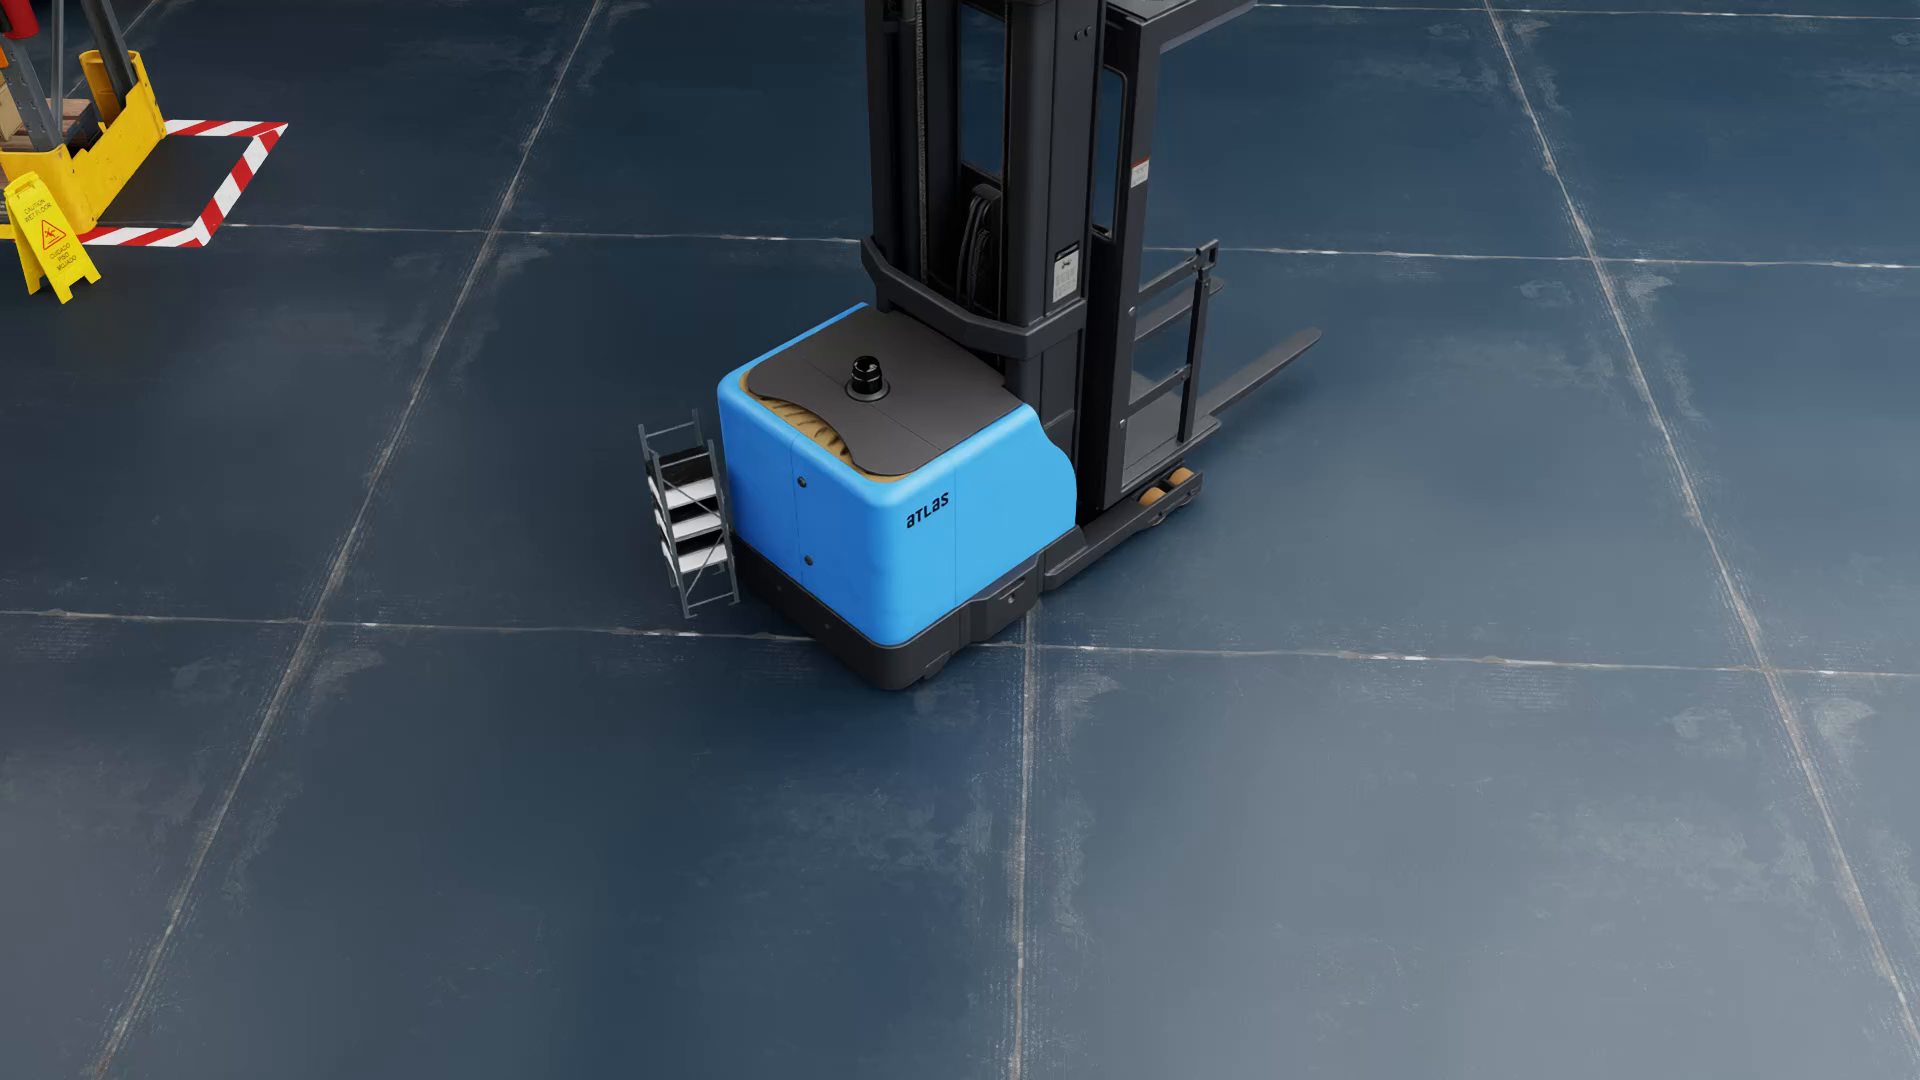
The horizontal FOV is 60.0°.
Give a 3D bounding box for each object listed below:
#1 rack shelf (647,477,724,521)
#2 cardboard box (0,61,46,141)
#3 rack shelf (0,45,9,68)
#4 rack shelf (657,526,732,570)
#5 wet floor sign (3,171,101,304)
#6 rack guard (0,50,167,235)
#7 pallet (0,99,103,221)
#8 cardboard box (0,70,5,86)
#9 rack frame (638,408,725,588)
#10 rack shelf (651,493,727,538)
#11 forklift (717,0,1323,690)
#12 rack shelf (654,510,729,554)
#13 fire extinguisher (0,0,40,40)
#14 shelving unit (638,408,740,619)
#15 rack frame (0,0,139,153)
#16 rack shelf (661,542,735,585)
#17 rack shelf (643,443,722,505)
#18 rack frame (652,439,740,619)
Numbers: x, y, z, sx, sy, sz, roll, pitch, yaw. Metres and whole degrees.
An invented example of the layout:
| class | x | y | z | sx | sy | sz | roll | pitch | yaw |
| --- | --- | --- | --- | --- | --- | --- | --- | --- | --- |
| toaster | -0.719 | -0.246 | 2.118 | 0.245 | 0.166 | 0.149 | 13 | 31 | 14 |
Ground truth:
| class | x | y | z | sx | sy | sz | roll | pitch | yaw |
| --- | --- | --- | --- | --- | --- | --- | --- | --- | --- |
| rack shelf | -1.099 | -0.199 | 6.668 | 0.258 | 0.077 | 0.200 | -18 | 46 | -16 |
| cardboard box | -5.655 | -2.533 | 9.563 | 0.500 | 0.250 | 0.500 | 1 | 43 | 2 |
| rack shelf | -6.859 | -2.970 | 8.851 | 4.000 | 0.370 | 1.077 | 2 | 43 | 2 |
| rack shelf | -1.092 | -0.004 | 6.854 | 0.258 | 0.077 | 0.200 | -18 | 46 | -16 |
| wet floor sign | -4.720 | -1.576 | 8.554 | 0.232 | 0.644 | 0.267 | 16 | 45 | 16 |
| rack guard | -4.937 | -2.260 | 9.394 | 0.348 | 0.500 | 1.175 | 2 | 43 | 2 |
| pallet | -5.747 | -2.203 | 9.545 | 1.213 | 0.211 | 1.003 | 2 | 43 | 2 |
| cardboard box | -5.679 | -2.807 | 9.307 | 0.500 | 0.500 | 0.500 | 0 | 43 | 0 |
| rack frame | -1.136 | -0.157 | 6.837 | 0.240 | 0.900 | 0.006 | -18 | 46 | -16 |
| rack shelf | -1.097 | -0.134 | 6.730 | 0.258 | 0.077 | 0.200 | -18 | 46 | -16 |
| forklift | 0.450 | -1.369 | 6.655 | 3.031 | 2.935 | 1.130 | -33 | 52 | -31 |
| rack shelf | -1.095 | -0.069 | 6.792 | 0.258 | 0.077 | 0.200 | -18 | 46 | -16 |
| fire extinguisher | -4.768 | -2.826 | 8.225 | 0.183 | 0.674 | 0.296 | 2 | 43 | 2 |
| shelving unit | -1.095 | -0.093 | 6.769 | 0.258 | 0.900 | 0.210 | -18 | 46 | -16 |
| rack frame | -4.861 | -3.172 | 8.540 | 0.127 | 3.000 | 1.000 | 2 | 43 | 2 |
| rack shelf | -1.090 | 0.061 | 6.917 | 0.258 | 0.077 | 0.200 | -18 | 46 | -16 |
| rack shelf | -1.102 | -0.264 | 6.606 | 0.258 | 0.077 | 0.200 | -18 | 46 | -16 |
| rack frame | -1.055 | -0.030 | 6.701 | 0.240 | 0.900 | 0.006 | -18 | 46 | -16 |
